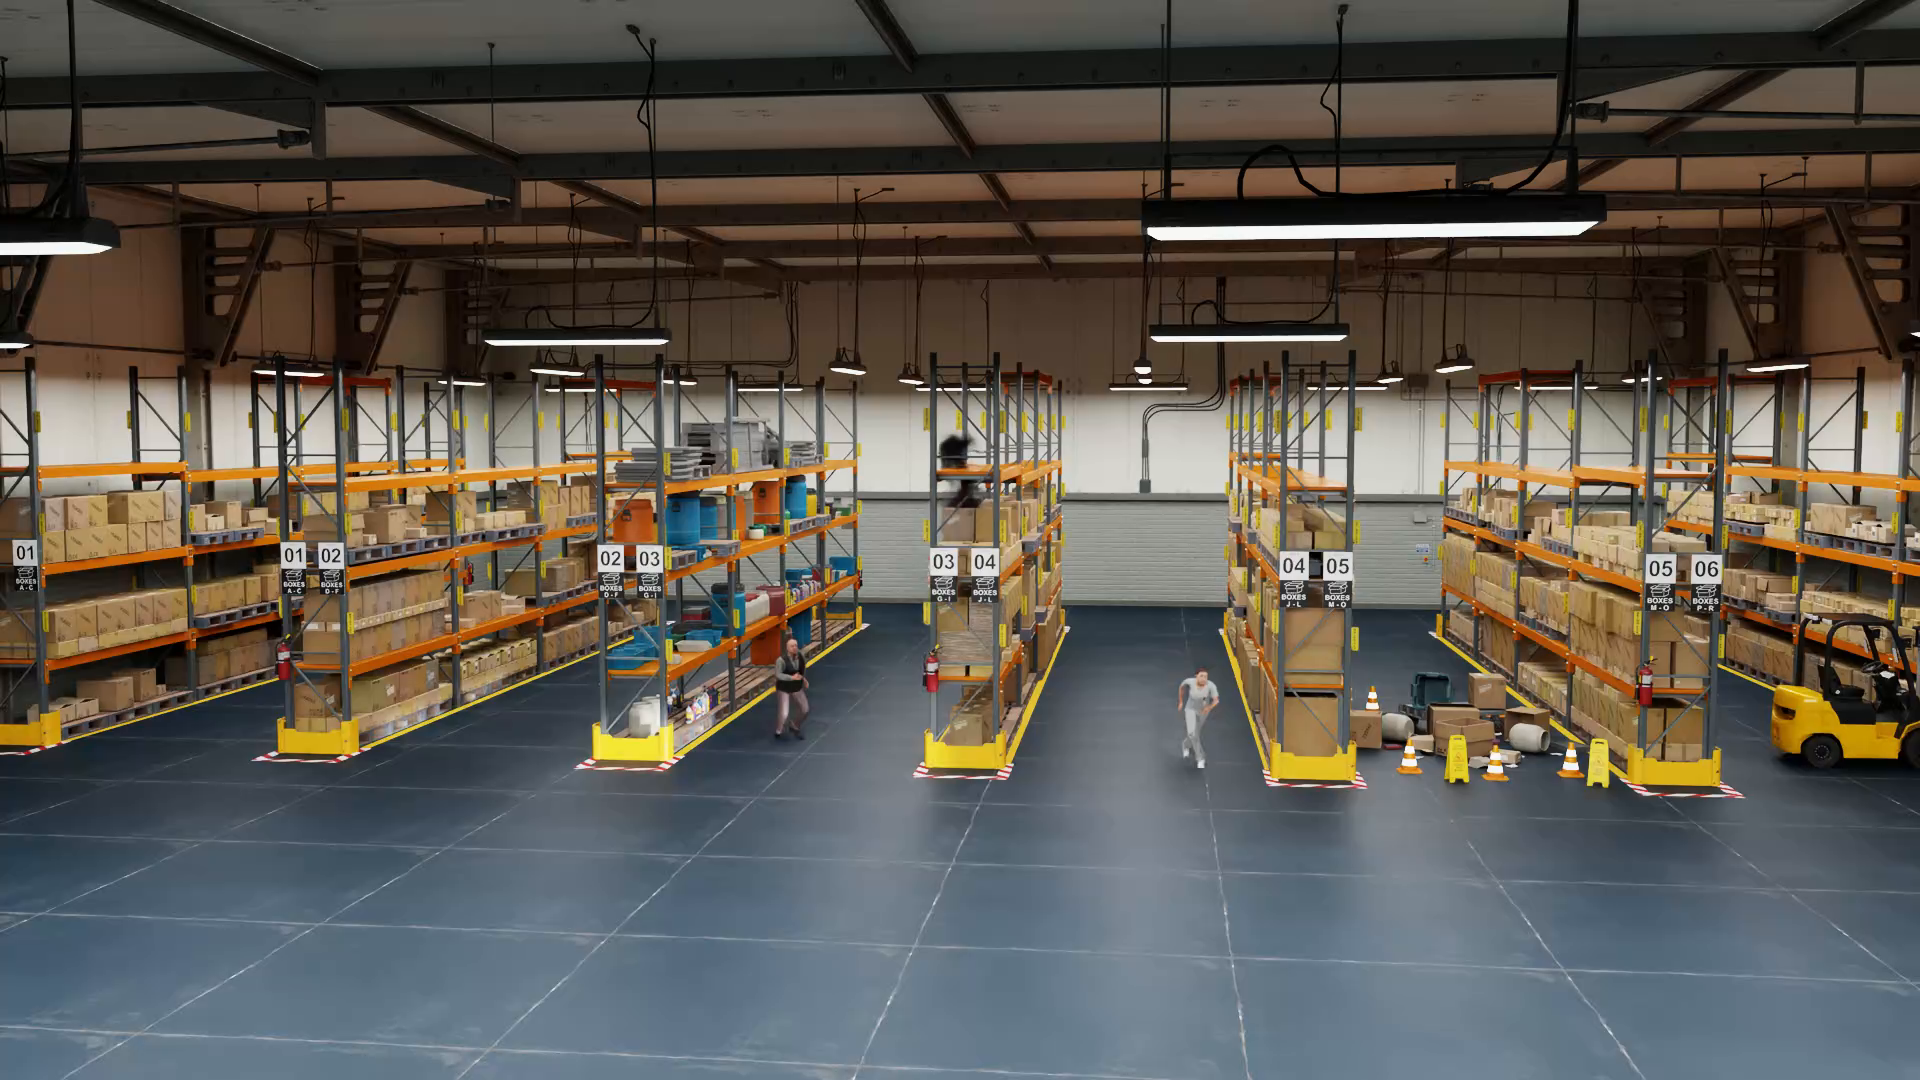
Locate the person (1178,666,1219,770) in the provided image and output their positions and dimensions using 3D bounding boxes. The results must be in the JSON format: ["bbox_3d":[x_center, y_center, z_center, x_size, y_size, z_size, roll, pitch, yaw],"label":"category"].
[{"bbox_3d":[3.461,2.527,24.337,0.564,1.500,1.037,0,4,-1],"label":"person"}]

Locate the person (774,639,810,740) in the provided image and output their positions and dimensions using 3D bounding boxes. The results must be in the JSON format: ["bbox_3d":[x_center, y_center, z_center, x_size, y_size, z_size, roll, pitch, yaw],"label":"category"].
[{"bbox_3d":[-2.639,2.341,26.007,0.660,1.620,0.905,-3,5,-34],"label":"person"}]
